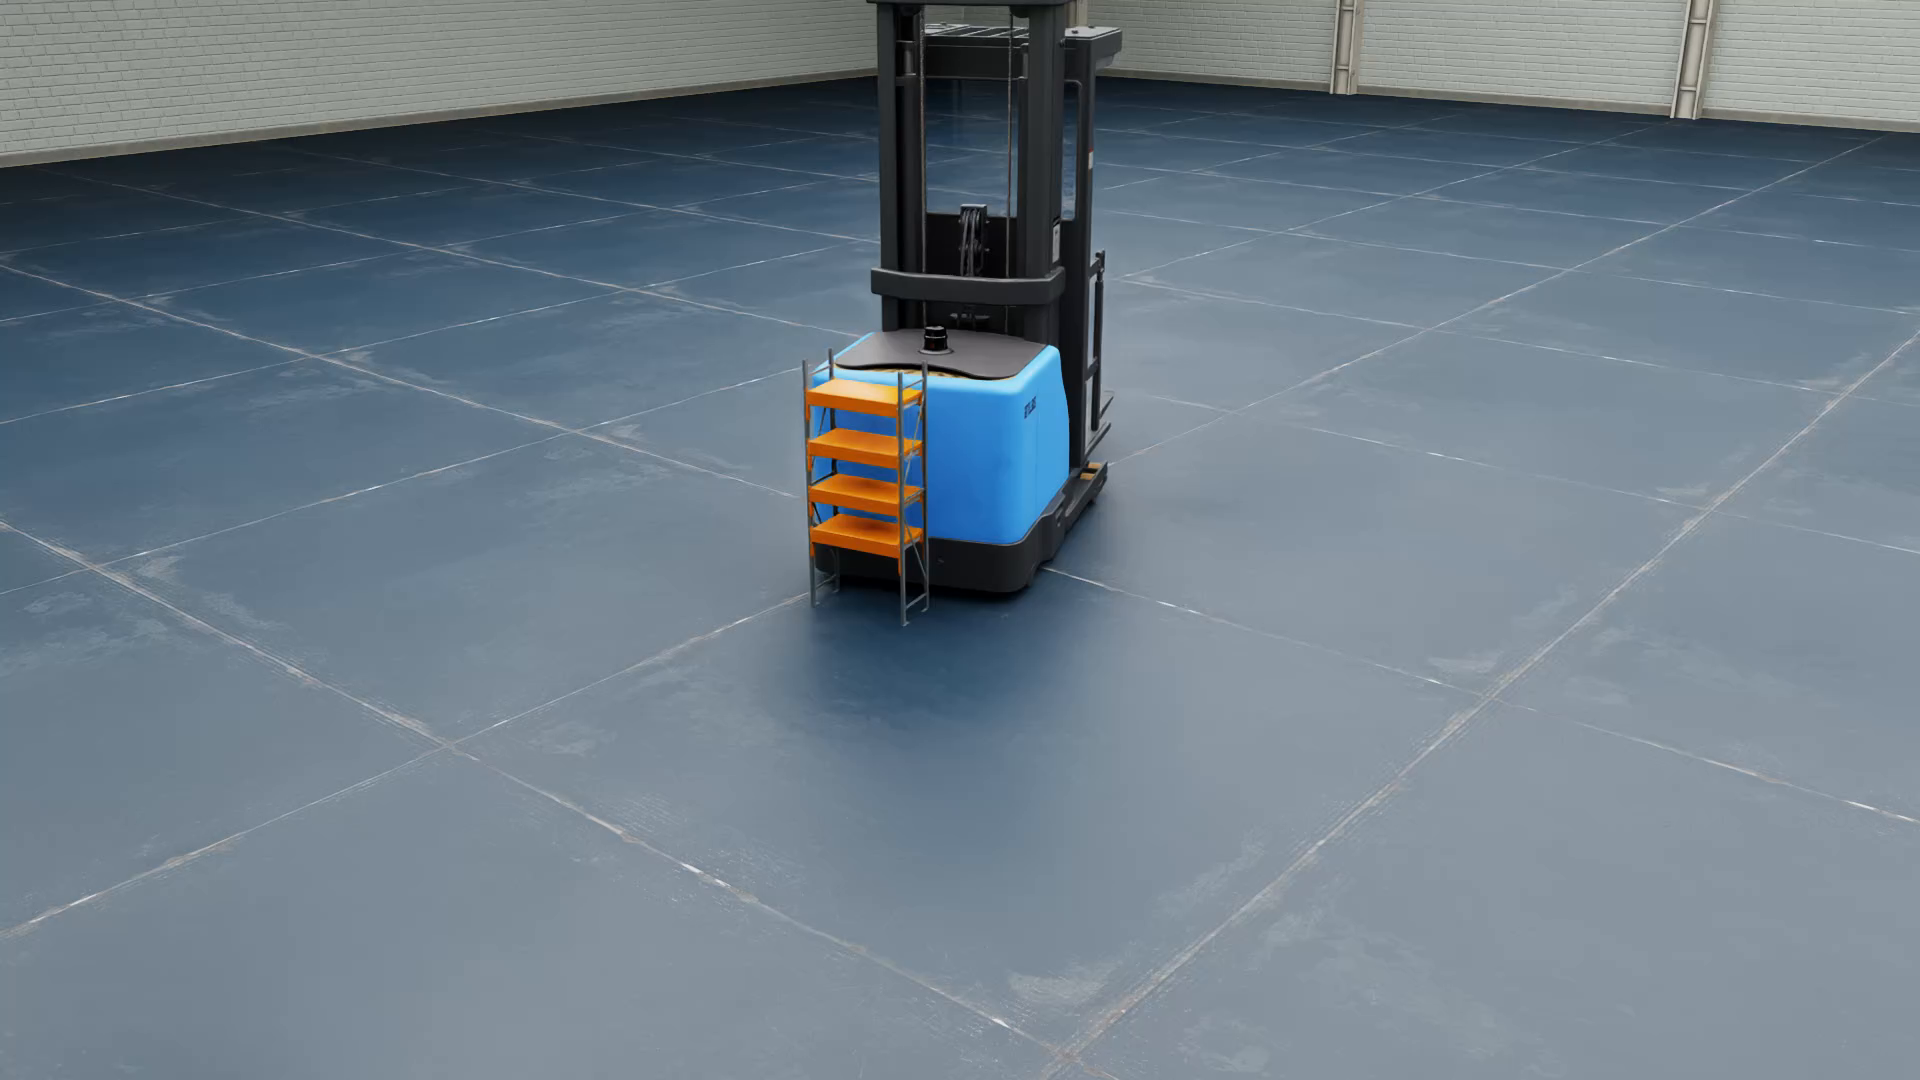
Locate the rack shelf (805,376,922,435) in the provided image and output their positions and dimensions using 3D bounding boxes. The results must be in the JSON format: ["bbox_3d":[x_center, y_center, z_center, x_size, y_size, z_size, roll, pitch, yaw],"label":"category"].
[{"bbox_3d":[-0.425,-0.608,7.465,0.480,0.148,0.258,11,23,26],"label":"rack shelf"}]

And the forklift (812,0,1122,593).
[{"bbox_3d":[0.205,-1.612,8.789,1.130,2.935,3.031,6,21,16],"label":"forklift"}]

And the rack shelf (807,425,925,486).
[{"bbox_3d":[-0.424,-0.386,7.549,0.480,0.148,0.258,11,23,26],"label":"rack shelf"}]

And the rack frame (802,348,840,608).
[{"bbox_3d":[-0.640,-0.280,7.710,0.015,1.200,0.240,11,23,26],"label":"rack frame"}]

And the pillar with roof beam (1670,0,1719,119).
[{"bbox_3d":[8.868,-9.780,21.849,0.400,9.000,9.100,16,26,36],"label":"pillar with roof beam"}]

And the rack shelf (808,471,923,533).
[{"bbox_3d":[-0.424,-0.177,7.628,0.480,0.148,0.258,11,23,26],"label":"rack shelf"}]

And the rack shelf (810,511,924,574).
[{"bbox_3d":[-0.424,0.009,7.698,0.480,0.148,0.258,11,23,26],"label":"rack shelf"}]

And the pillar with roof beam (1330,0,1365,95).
[{"bbox_3d":[4.220,-11.118,25.398,0.400,9.000,9.100,16,26,36],"label":"pillar with roof beam"}]

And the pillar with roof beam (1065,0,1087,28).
[{"bbox_3d":[-0.428,-12.457,28.948,0.400,9.000,9.100,16,26,36],"label":"pillar with roof beam"}]

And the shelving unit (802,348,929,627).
[{"bbox_3d":[-0.424,-0.240,7.604,0.503,1.200,0.258,11,23,26],"label":"shelving unit"}]

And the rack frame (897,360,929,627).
[{"bbox_3d":[-0.208,-0.200,7.498,0.015,1.200,0.240,11,23,26],"label":"rack frame"}]
